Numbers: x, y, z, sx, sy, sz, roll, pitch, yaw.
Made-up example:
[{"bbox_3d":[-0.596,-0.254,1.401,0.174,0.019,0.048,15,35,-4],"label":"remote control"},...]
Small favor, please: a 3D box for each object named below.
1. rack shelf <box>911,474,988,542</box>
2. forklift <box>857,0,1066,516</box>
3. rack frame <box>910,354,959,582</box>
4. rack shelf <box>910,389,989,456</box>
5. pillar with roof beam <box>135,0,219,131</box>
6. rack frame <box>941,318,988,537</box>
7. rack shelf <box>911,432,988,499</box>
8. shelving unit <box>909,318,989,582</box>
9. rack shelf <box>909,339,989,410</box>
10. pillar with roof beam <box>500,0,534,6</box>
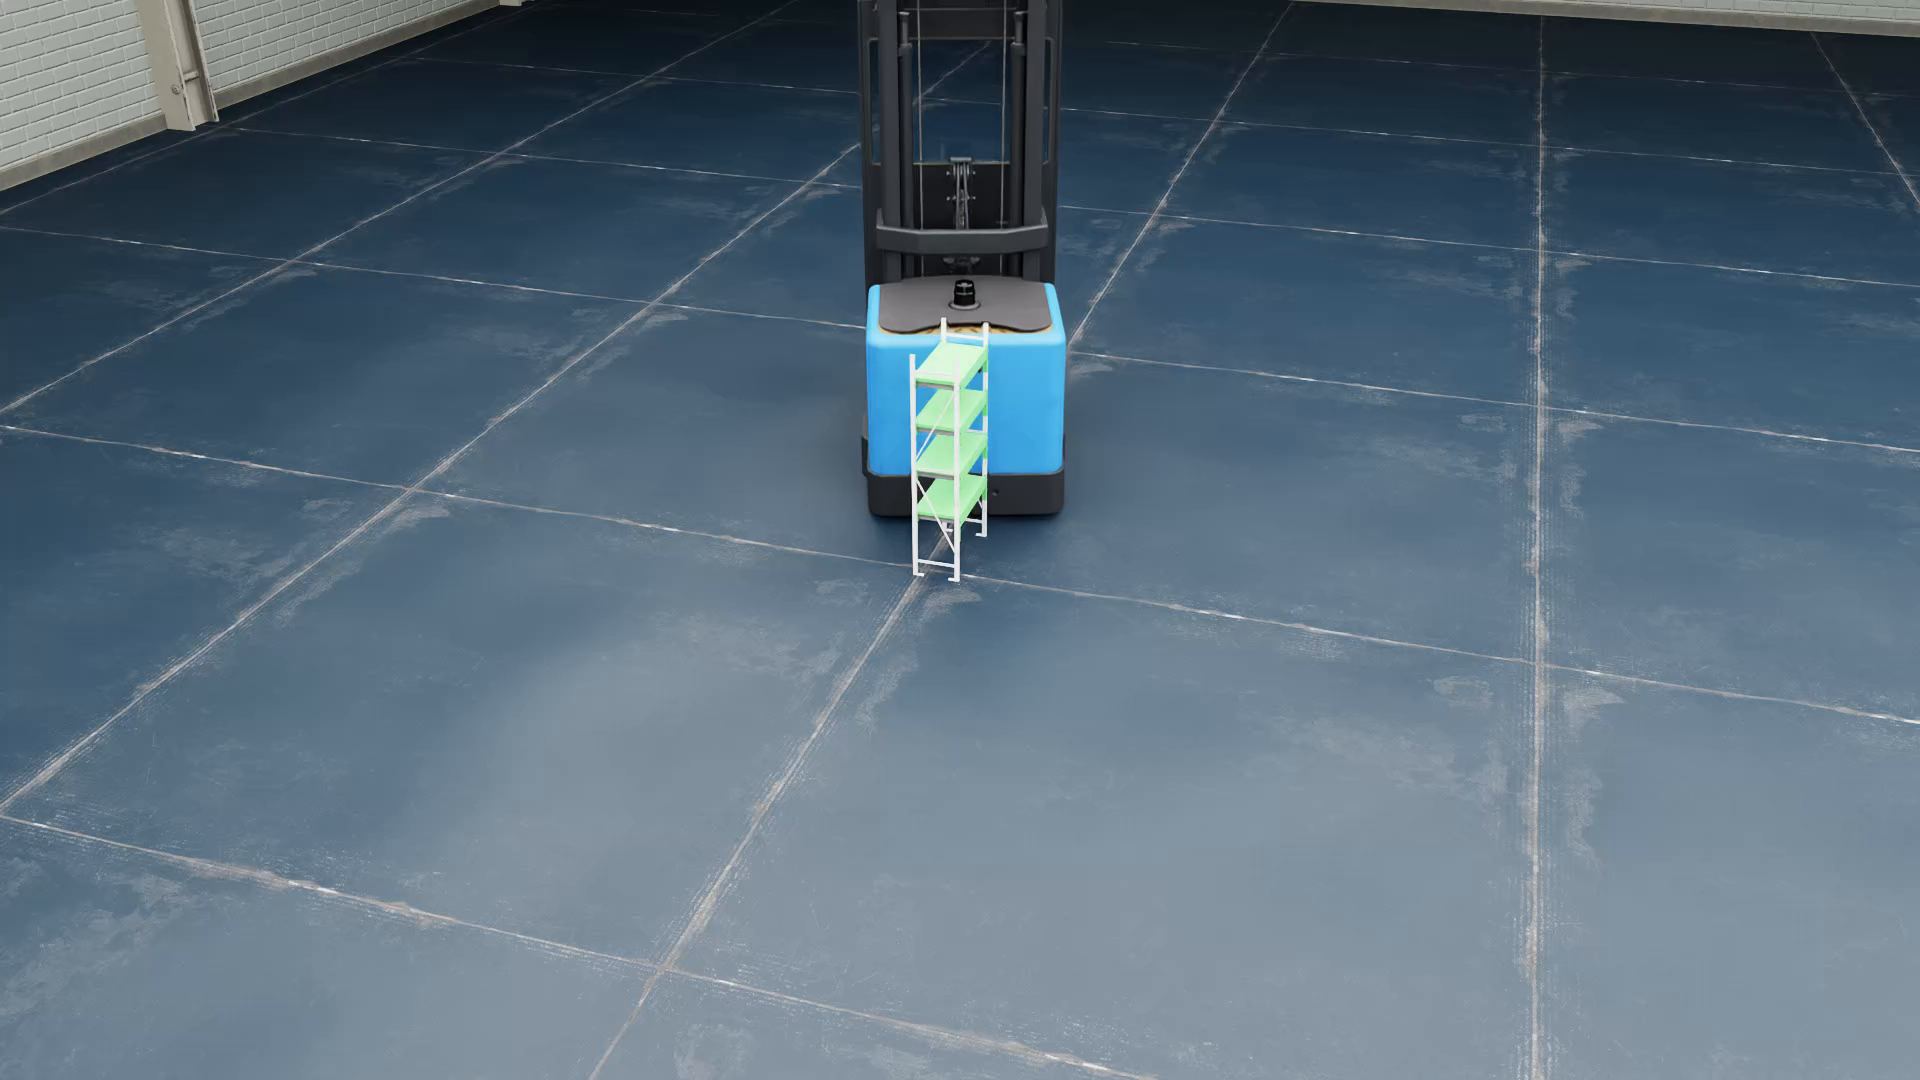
[{"bbox_3d":[-0.049,-0.182,8.468,0.258,0.148,0.480,8,30,15],"label":"rack shelf"},{"bbox_3d":[-0.008,-2.086,9.484,1.130,2.935,3.031,-1,29,-1],"label":"forklift"},{"bbox_3d":[-0.120,-0.334,8.116,0.240,1.200,0.015,8,30,15],"label":"rack frame"},{"bbox_3d":[-0.049,-0.601,8.234,0.258,0.148,0.480,8,30,15],"label":"rack shelf"},{"bbox_3d":[-3.218,-7.289,12.597,9.100,9.000,0.400,8,30,15],"label":"pillar with roof beam"},{"bbox_3d":[0.023,-0.561,8.524,0.240,1.200,0.015,8,30,15],"label":"rack frame"},{"bbox_3d":[-0.049,-0.392,8.351,0.258,0.148,0.480,8,30,15],"label":"rack shelf"},{"bbox_3d":[-0.049,-0.447,8.320,0.258,1.200,0.503,8,30,15],"label":"shelving unit"},{"bbox_3d":[-0.049,-0.811,8.118,0.258,0.148,0.480,8,30,15],"label":"rack shelf"},{"bbox_3d":[-1.457,-10.078,17.609,9.100,9.000,0.400,8,30,15],"label":"pillar with roof beam"}]
